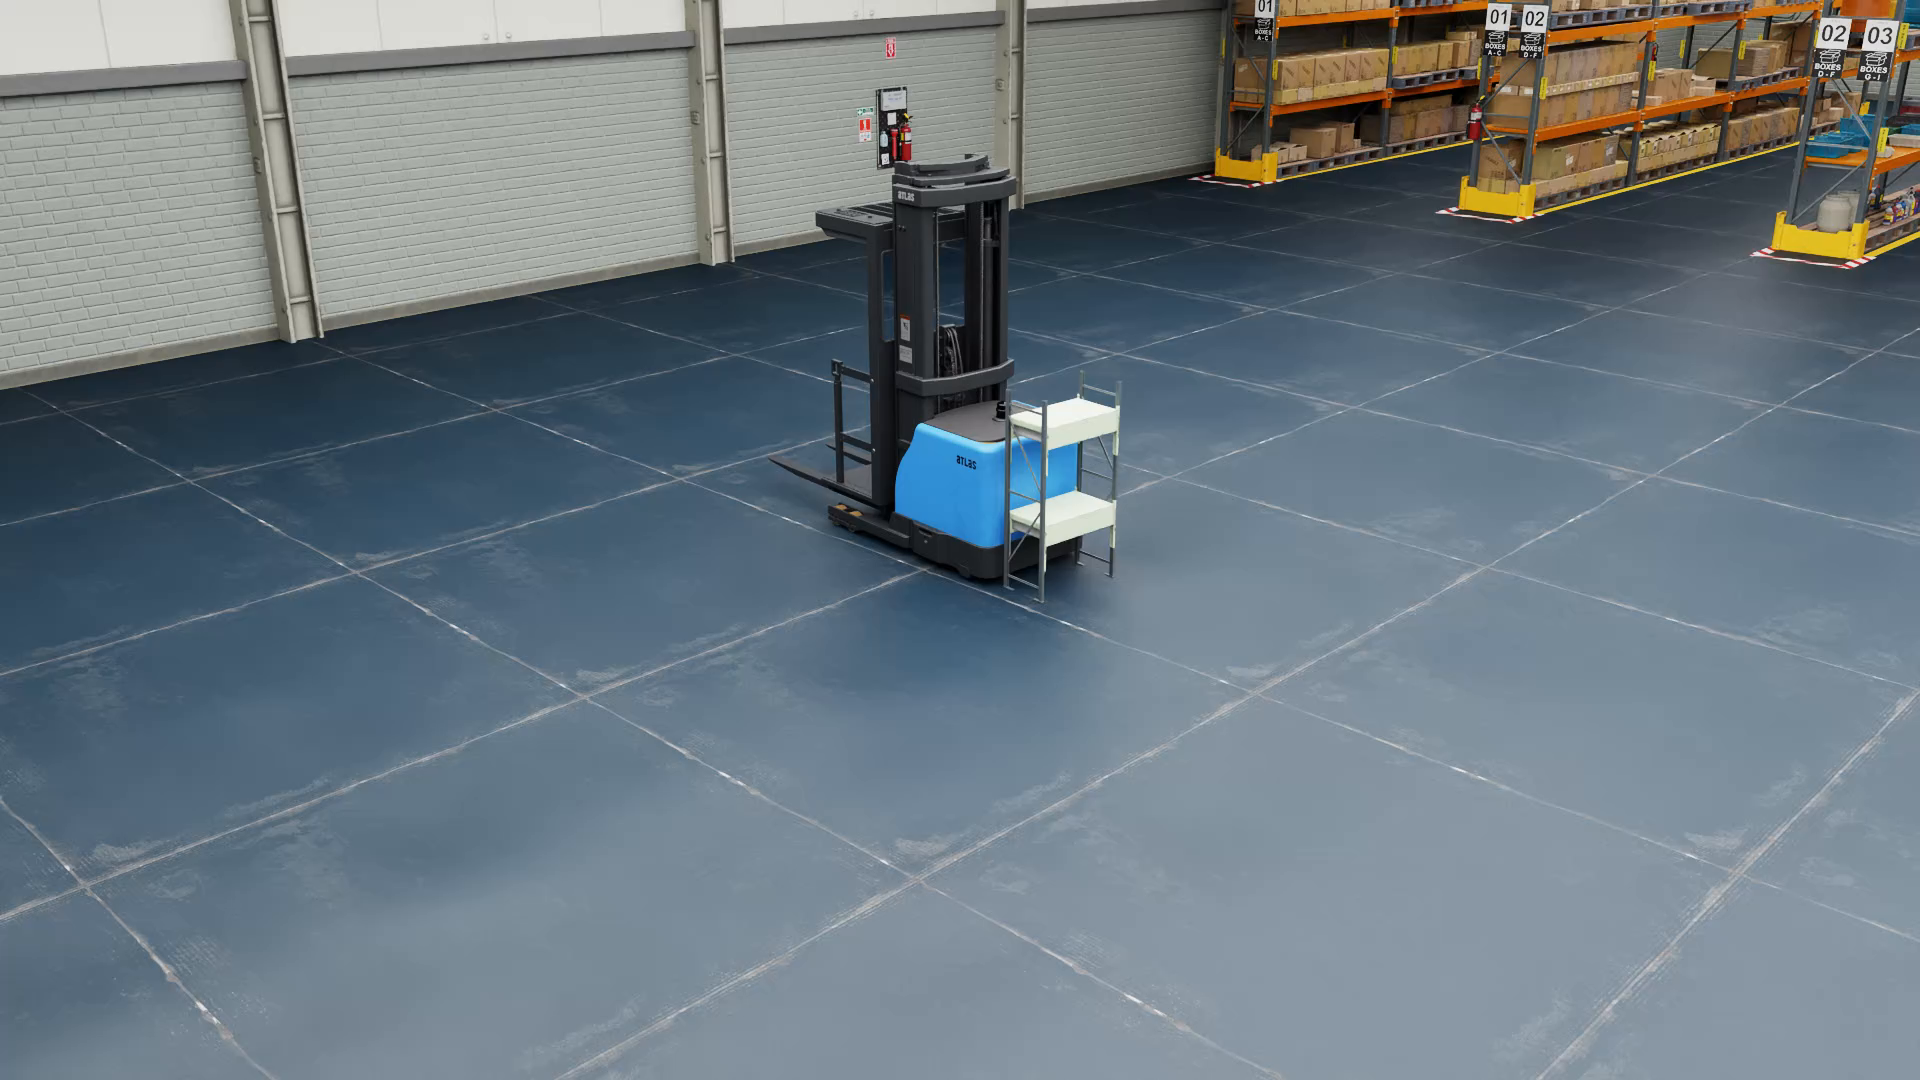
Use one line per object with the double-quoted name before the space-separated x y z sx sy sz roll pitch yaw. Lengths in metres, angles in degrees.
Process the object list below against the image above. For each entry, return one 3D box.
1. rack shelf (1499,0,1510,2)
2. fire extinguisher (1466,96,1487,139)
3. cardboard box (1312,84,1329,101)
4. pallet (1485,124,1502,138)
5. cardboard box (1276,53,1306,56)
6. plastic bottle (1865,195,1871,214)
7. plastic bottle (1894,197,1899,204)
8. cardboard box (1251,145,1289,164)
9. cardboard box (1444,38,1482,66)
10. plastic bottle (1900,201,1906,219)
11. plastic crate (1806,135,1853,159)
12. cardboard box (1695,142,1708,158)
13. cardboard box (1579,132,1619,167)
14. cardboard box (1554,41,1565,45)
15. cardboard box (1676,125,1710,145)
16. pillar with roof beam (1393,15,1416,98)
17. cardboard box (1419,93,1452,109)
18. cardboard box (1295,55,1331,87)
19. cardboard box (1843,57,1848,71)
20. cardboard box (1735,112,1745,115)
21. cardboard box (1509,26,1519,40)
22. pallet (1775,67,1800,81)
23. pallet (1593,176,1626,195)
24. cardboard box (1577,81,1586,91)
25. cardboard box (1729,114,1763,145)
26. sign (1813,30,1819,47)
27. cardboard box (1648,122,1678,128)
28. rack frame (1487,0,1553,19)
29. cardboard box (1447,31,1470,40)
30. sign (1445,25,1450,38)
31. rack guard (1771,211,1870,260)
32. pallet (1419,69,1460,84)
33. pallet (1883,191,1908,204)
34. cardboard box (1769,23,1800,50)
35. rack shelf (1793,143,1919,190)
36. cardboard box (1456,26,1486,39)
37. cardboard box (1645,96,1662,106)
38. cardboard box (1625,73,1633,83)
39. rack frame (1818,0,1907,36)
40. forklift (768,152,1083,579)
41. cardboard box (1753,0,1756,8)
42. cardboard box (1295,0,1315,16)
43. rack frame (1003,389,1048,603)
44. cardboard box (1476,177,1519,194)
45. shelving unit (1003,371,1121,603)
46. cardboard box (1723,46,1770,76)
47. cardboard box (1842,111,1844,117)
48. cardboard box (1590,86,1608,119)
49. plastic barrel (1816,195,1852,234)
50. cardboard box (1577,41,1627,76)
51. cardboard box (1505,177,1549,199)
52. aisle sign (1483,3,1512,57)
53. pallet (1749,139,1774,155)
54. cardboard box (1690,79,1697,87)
"rack shelf" 12.096 -11.590 35.870 1.077 0.370 4.000 19 28 41
"fire extinguisher" 8.256 -6.766 26.605 0.296 0.674 0.183 19 28 41
"cardboard box" 6.399 -8.207 30.428 0.500 0.250 0.500 19 28 40
"pallet" 11.304 -8.894 35.920 1.003 0.211 1.213 19 28 41
"cardboard box" 6.012 -8.680 30.613 0.500 0.500 0.500 18 28 39
"plastic bottle" 13.843 -5.146 25.465 0.152 0.276 0.135 19 28 41
"plastic bottle" 14.213 -5.057 25.224 0.061 0.283 0.133 19 28 41
"cardboard box" 5.667 -7.061 30.399 0.500 0.311 0.500 15 26 35
"cardboard box" 10.380 -10.141 34.524 0.700 0.500 0.500 15 26 35
"plastic bottle" 14.156 -4.962 24.992 0.097 0.271 0.097 0 21 0
"plastic crate" 12.352 -5.610 23.697 0.499 0.251 0.616 19 28 41
"cardboard box" 13.703 -7.356 31.279 0.500 0.250 0.500 19 28 40
"cardboard box" 10.938 -6.708 28.547 0.500 0.500 0.500 19 28 41
"cardboard box" 13.000 -10.920 36.721 0.500 0.500 0.500 20 28 41
"cardboard box" 13.705 -7.616 31.173 0.500 0.311 0.500 19 28 40
"pillar with roof beam" 12.258 -11.617 30.756 9.100 9.000 0.400 19 28 41
"cardboard box" 9.793 -9.071 34.321 0.500 0.250 0.500 -20 28 -41
"cardboard box" 6.385 -8.548 30.269 0.500 0.500 0.500 18 27 39
"cardboard box" 18.653 -10.302 35.558 0.500 0.500 0.500 19 28 40
"cardboard box" 15.459 -8.380 33.567 0.500 0.500 0.500 18 27 39
"cardboard box" 11.576 -10.747 35.228 0.500 0.250 0.500 19 28 40
"pallet" 16.407 -9.533 33.965 1.003 0.211 1.213 19 28 41
"pallet" 10.877 -6.249 29.039 1.003 0.211 1.213 19 28 41
"cardboard box" 9.996 -7.445 27.219 0.380 0.149 0.250 19 28 40
"cardboard box" 15.489 -8.121 32.892 0.500 0.500 0.500 19 28 40
"sign" 17.443 -10.204 33.827 0.100 0.325 0.005 19 28 41
"cardboard box" 13.316 -7.749 31.520 0.500 0.311 0.500 18 28 39
"rack frame" 8.671 -9.517 25.292 1.000 3.000 0.127 19 28 41
"cardboard box" 10.267 -10.384 34.253 0.380 0.149 0.250 14 25 32
"sign" 10.300 -10.690 35.093 0.100 0.325 0.005 19 28 41
"rack guard" 12.237 -4.340 23.670 1.175 0.500 0.348 19 28 41
"pallet" 9.349 -9.403 33.625 1.003 0.211 1.213 19 28 41
"pallet" 15.528 -5.414 26.866 1.003 0.211 1.213 19 28 41
"cardboard box" 17.210 -10.509 34.703 0.500 0.500 0.500 19 28 41
"rack shelf" 13.613 -5.654 24.607 1.077 0.370 4.000 19 28 41
"cardboard box" 10.831 -10.738 35.204 0.500 0.250 0.500 -19 28 -41
"cardboard box" 12.226 -7.804 29.548 0.380 0.149 0.250 19 28 41
"cardboard box" 11.252 -7.908 28.424 0.380 0.149 0.250 19 28 40
"rack frame" 12.218 -8.276 22.064 1.000 3.000 0.127 19 28 41
"forklift" -0.407 -1.537 12.988 1.130 2.935 3.031 -17 27 -38
"cardboard box" 14.532 -10.340 31.476 0.910 0.500 0.500 19 28 41
"cardboard box" 5.932 -9.564 29.428 0.500 0.500 0.500 -18 27 -39
"rack frame" 0.459 -0.303 11.771 0.023 1.500 0.400 -18 27 -38
"cardboard box" 8.834 -5.841 27.337 0.500 0.250 0.500 19 28 41
"shelving unit" 0.734 -0.390 11.998 0.755 1.500 0.431 -18 27 -38
"cardboard box" 15.386 -9.393 32.607 0.500 0.500 0.700 -14 25 -32
"cardboard box" 19.283 -9.429 36.762 0.380 0.166 0.250 19 28 41
"cardboard box" 10.441 -7.411 28.035 0.500 0.500 0.700 -20 28 -41
"plastic barrel" 12.622 -4.699 24.001 0.421 0.512 0.421 0 21 0
"cardboard box" 10.805 -8.151 28.153 0.700 0.500 0.500 19 28 41
"cardboard box" 9.205 -5.711 27.000 0.500 0.250 0.500 19 28 41
"aisle sign" 8.415 -7.987 26.049 0.394 0.787 0.004 19 28 41
"pallet" 15.651 -7.966 33.505 1.003 0.211 1.213 19 28 41
"cardboard box" 13.489 -8.550 31.262 0.500 0.311 0.500 19 28 40
